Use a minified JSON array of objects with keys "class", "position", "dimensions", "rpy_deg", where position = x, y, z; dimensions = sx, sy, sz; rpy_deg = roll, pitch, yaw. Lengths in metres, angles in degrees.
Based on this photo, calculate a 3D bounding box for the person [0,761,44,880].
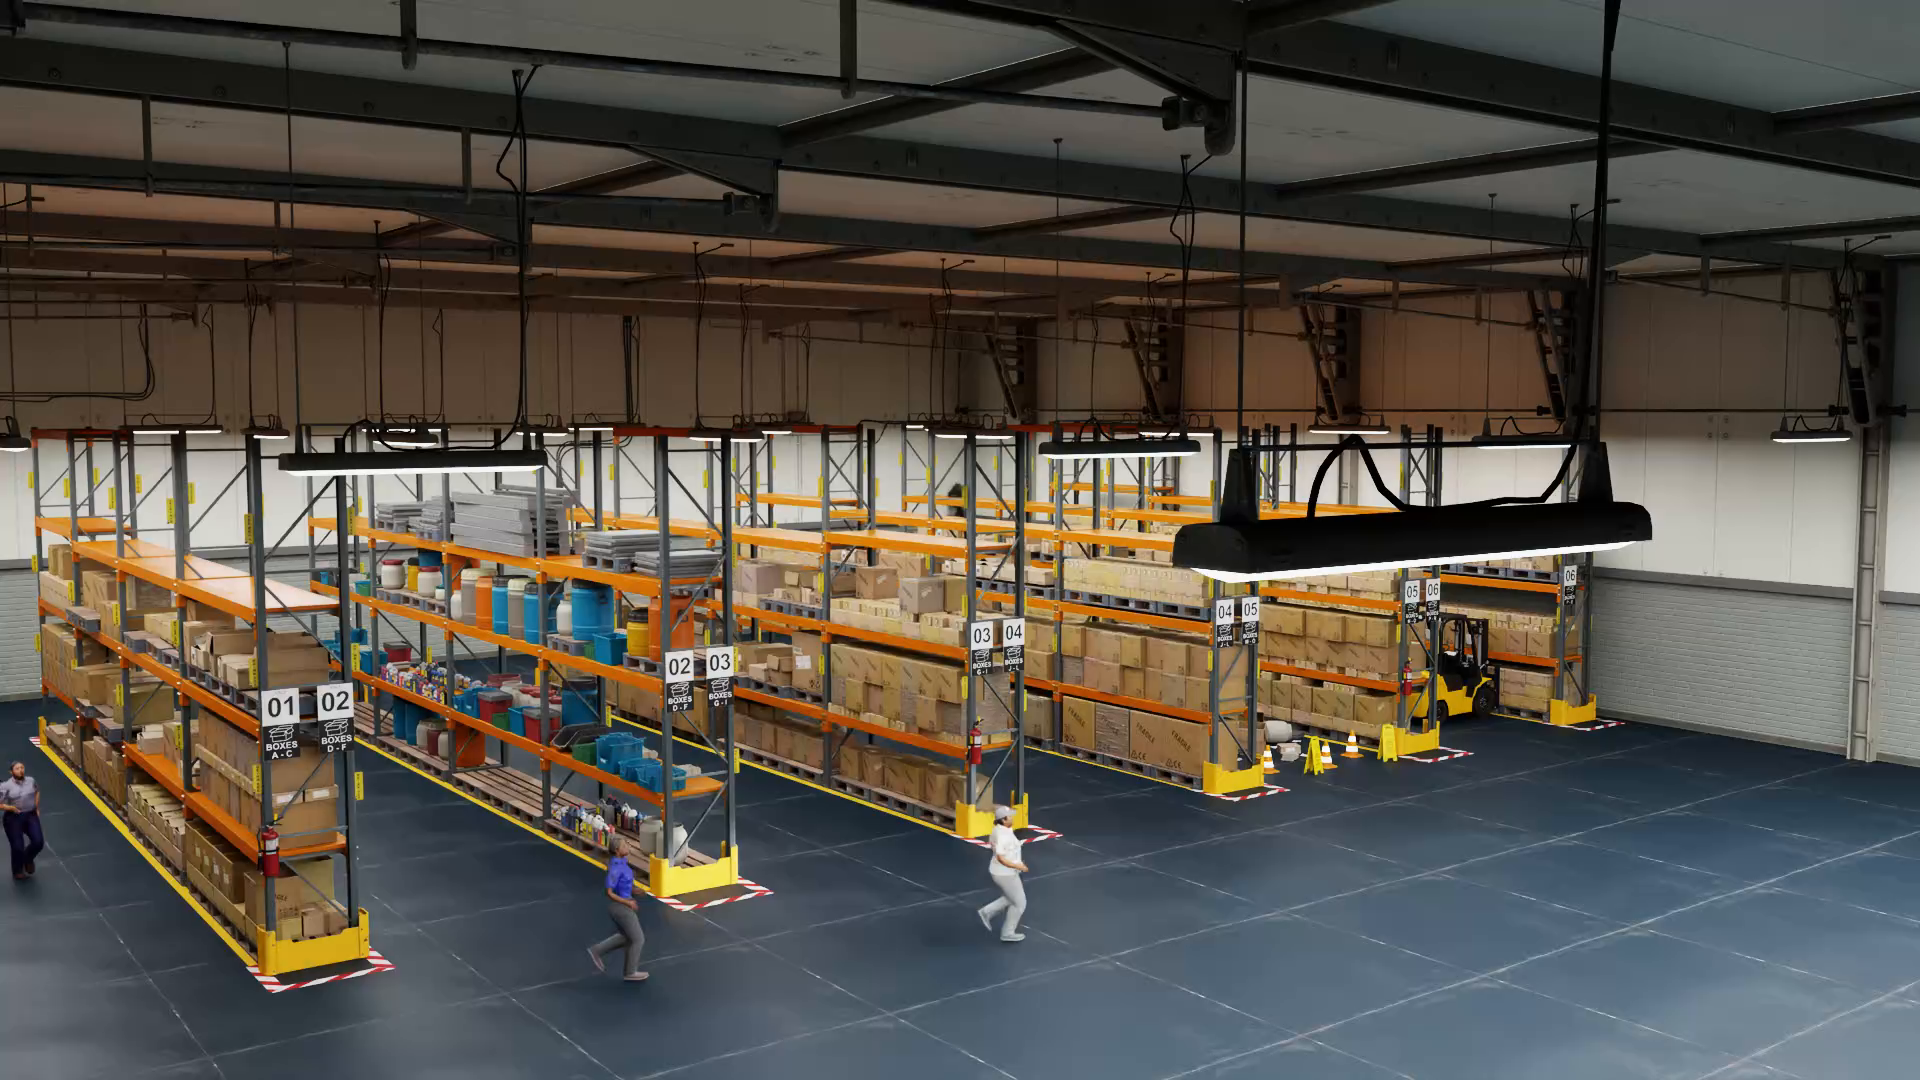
[{"class":"person","position":[-12.592,3.769,22.357],"dimensions":[0.545,1.602,0.593],"rpy_deg":[4,6,41]}]

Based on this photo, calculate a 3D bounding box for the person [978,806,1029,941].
[{"class":"person","position":[0.514,3.967,19.803],"dimensions":[0.578,1.615,0.605],"rpy_deg":[0,5,-6]}]

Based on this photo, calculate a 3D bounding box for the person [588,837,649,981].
[{"class":"person","position":[-3.781,4.081,18.391],"dimensions":[0.652,1.606,0.579],"rpy_deg":[-1,5,-10]}]

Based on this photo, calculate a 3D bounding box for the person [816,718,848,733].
[{"class":"person","position":[-2.432,2.996,32.125],"dimensions":[0.568,1.652,0.916],"rpy_deg":[-4,6,-44]}]
